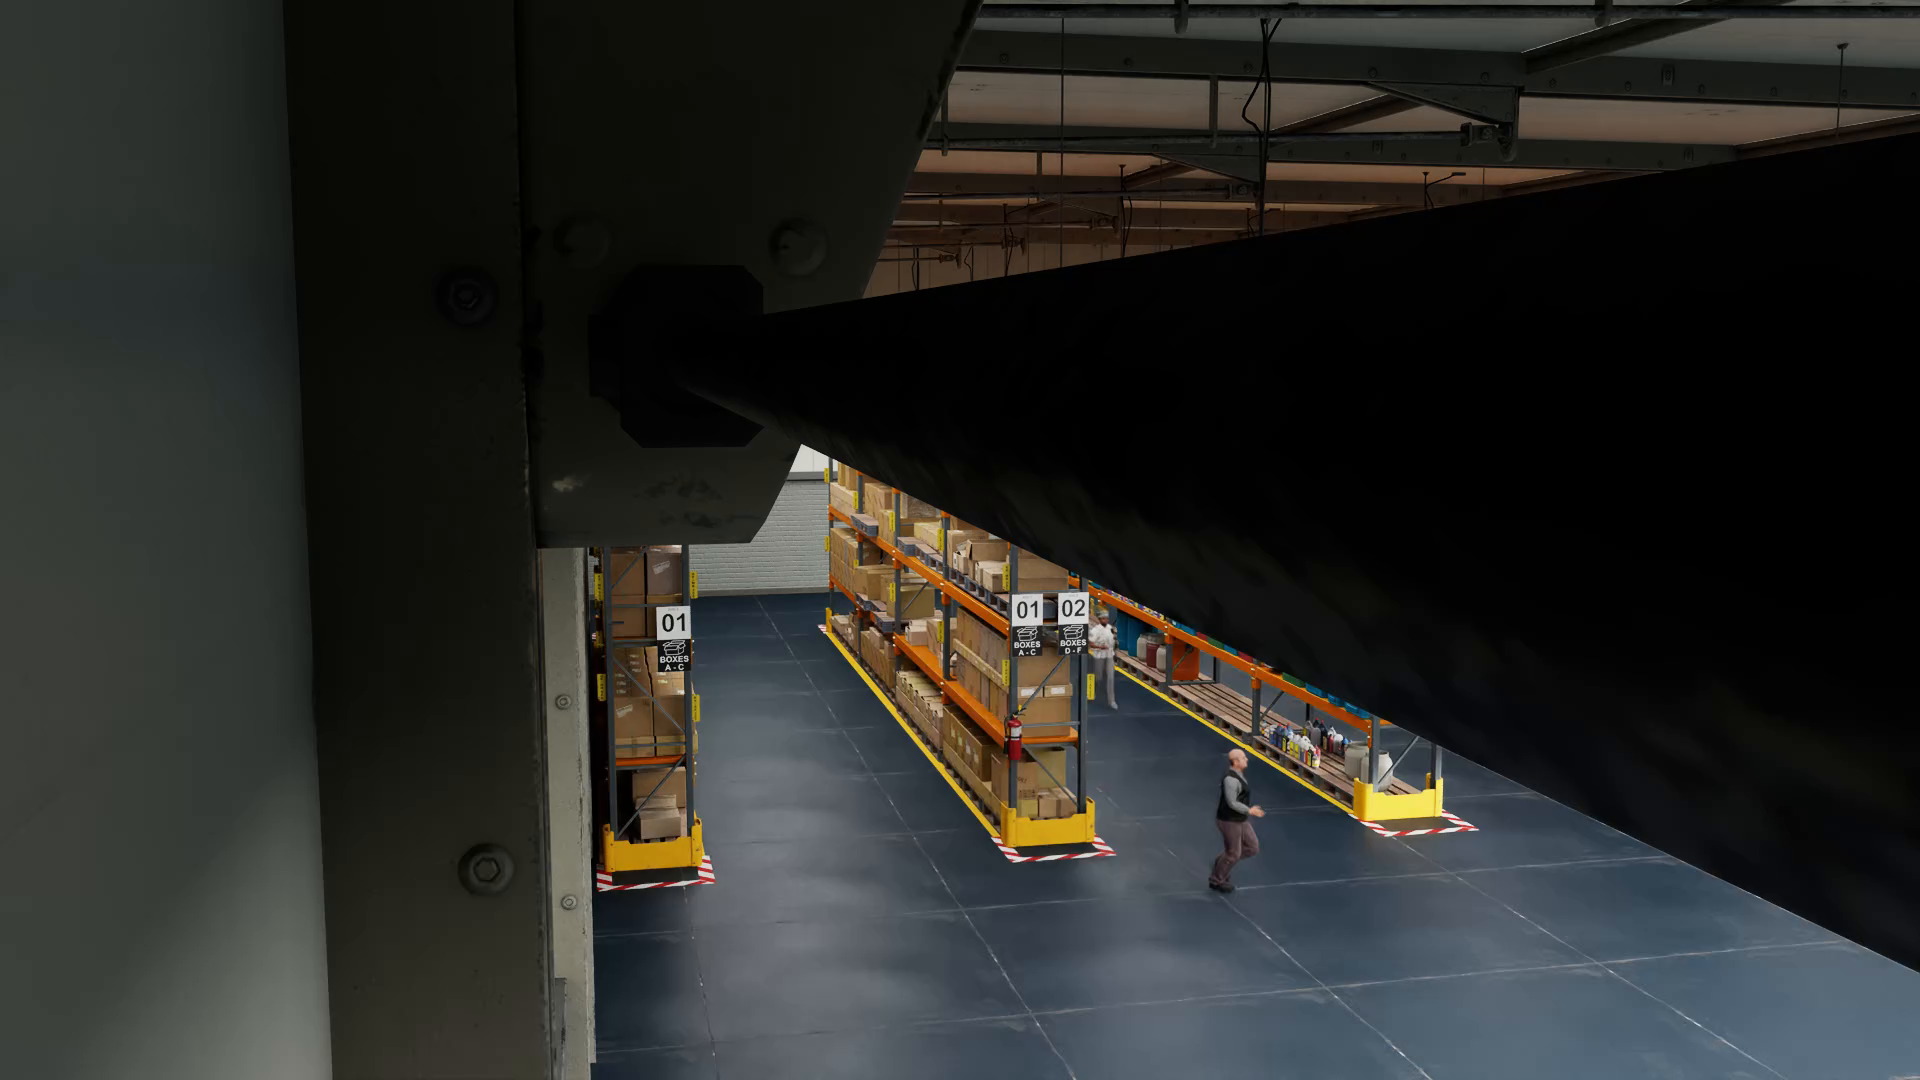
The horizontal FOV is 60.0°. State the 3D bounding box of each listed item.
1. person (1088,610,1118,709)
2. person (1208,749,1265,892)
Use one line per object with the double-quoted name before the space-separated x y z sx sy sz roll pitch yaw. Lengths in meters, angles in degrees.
"person" 2.495 2.036 28.883 0.583 1.673 0.957 -3 7 -22
"person" 3.205 3.225 19.180 0.652 1.675 0.642 2 7 18
